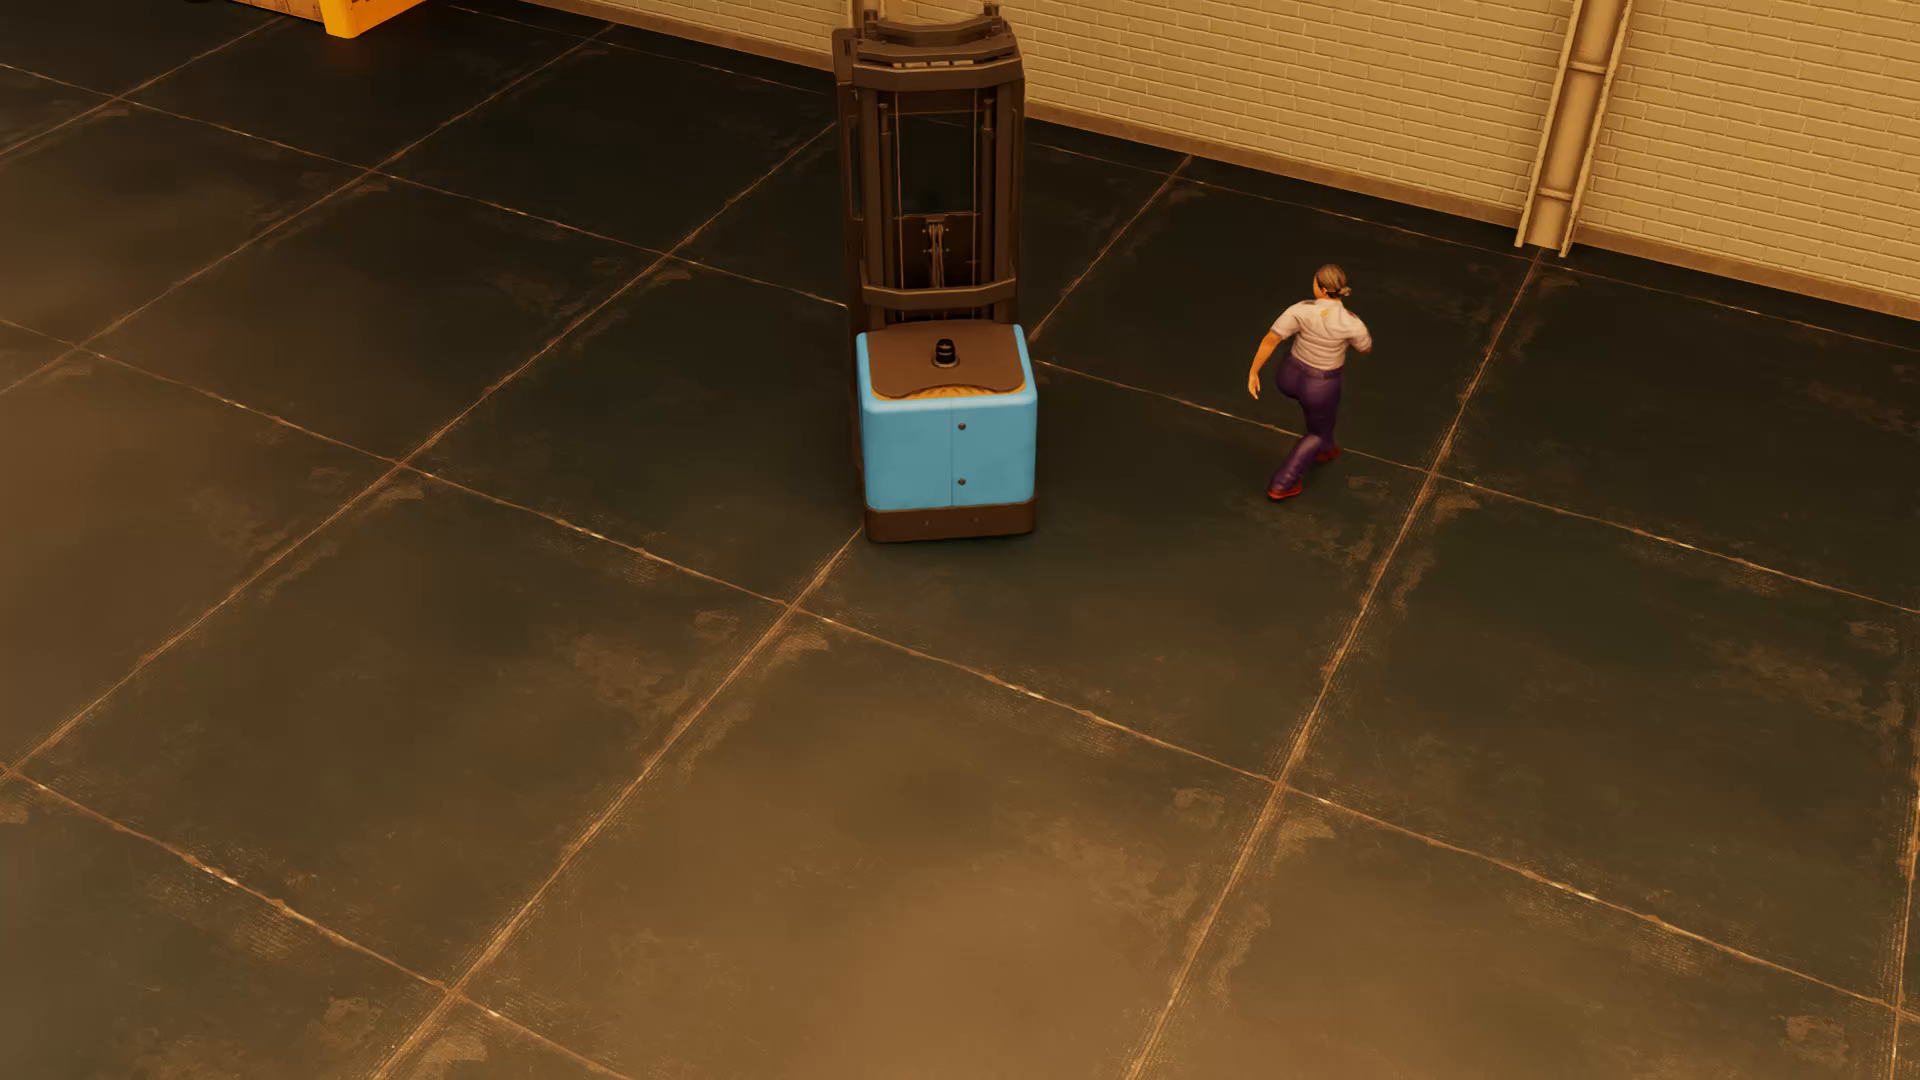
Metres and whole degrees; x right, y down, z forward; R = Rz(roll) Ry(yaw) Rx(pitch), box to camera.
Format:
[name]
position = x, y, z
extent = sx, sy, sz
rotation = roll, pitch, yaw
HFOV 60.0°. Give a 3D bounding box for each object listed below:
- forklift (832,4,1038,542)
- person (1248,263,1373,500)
[forklift]
position = -0.194, -2.048, 10.418
extent = 1.130, 2.935, 3.031
rotation = -4, 40, -4
[person]
position = 2.205, -0.985, 10.249
extent = 0.505, 1.592, 0.891
rotation = 32, 50, 33
